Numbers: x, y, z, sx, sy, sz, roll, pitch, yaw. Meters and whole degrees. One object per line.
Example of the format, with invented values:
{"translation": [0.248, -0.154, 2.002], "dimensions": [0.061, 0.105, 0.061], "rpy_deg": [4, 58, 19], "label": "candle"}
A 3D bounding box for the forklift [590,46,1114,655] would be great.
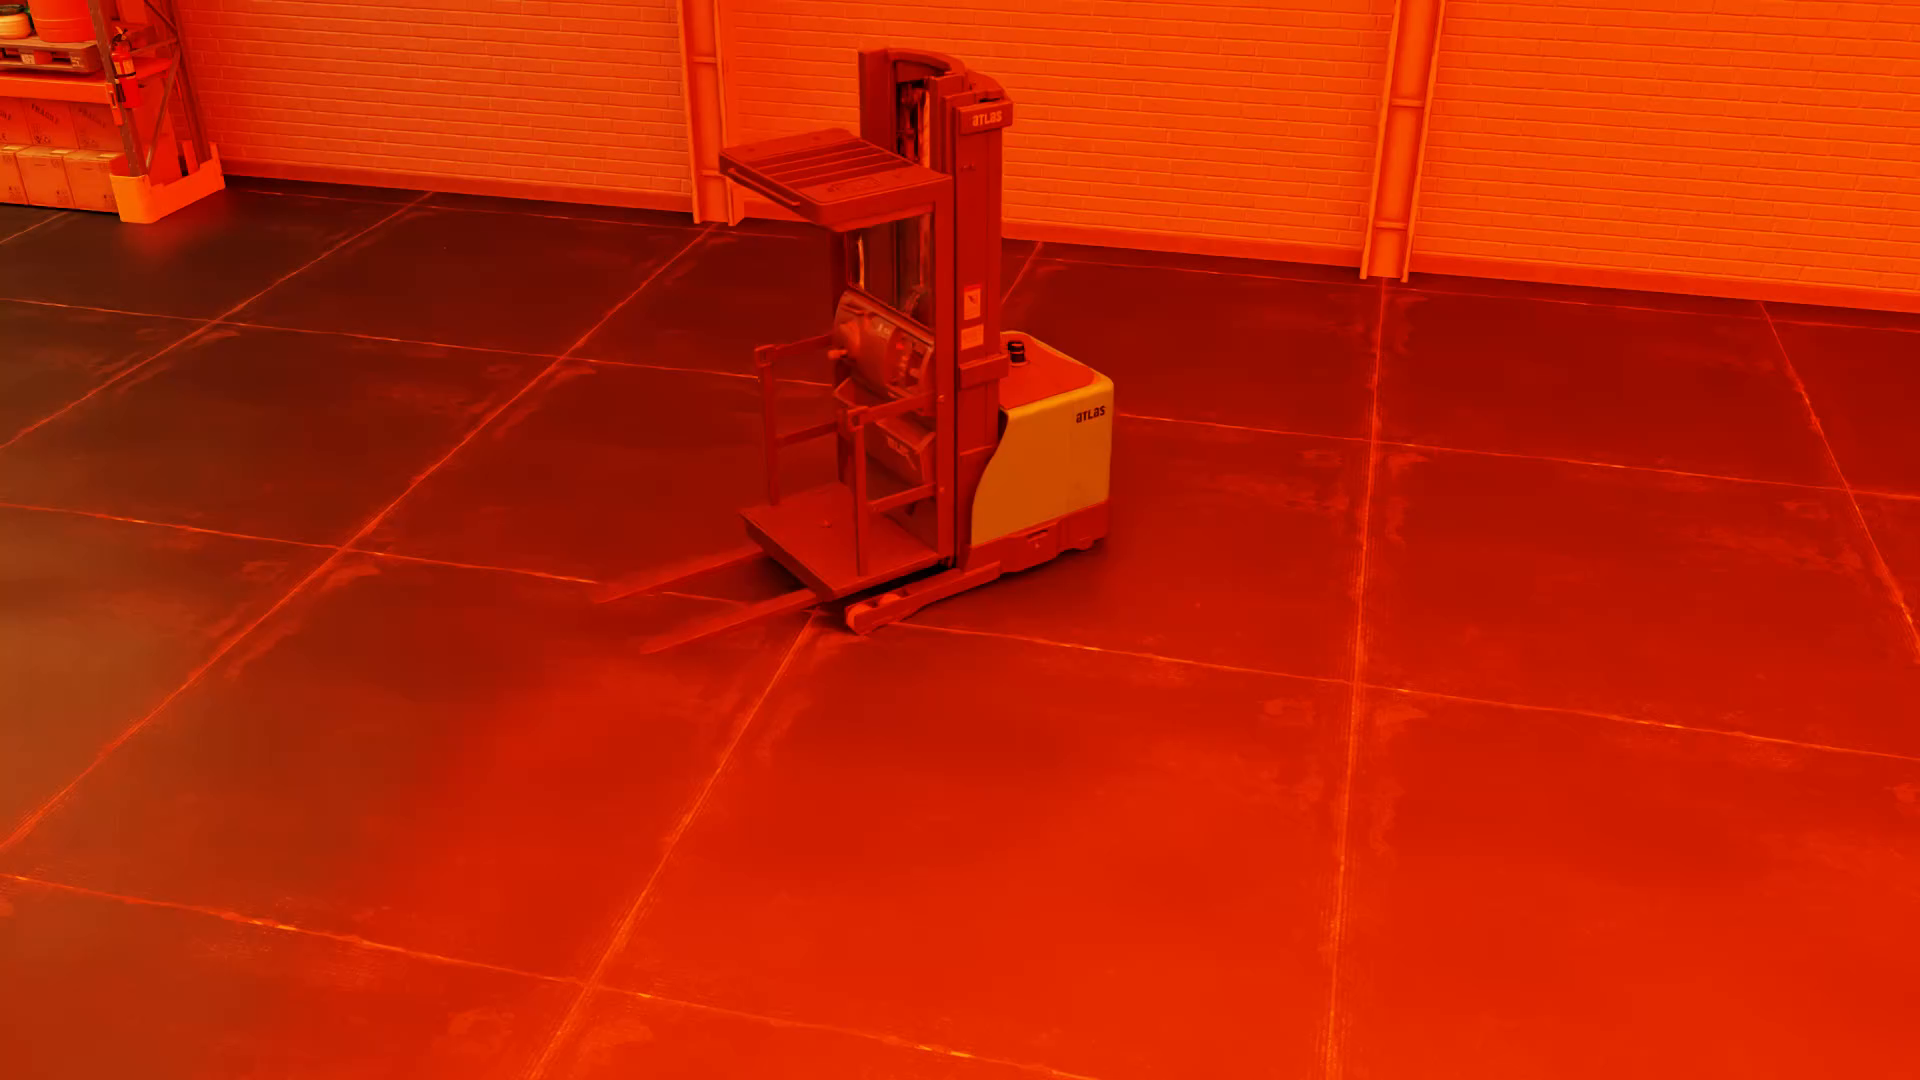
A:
{"translation": [-0.595, -1.047, 9.018], "dimensions": [3.031, 2.935, 1.130], "rpy_deg": [-19, 35, -30], "label": "forklift"}

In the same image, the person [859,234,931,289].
{"translation": [-0.432, -1.797, 11.899], "dimensions": [0.723, 1.457, 0.652], "rpy_deg": [25, 38, 36], "label": "person"}
